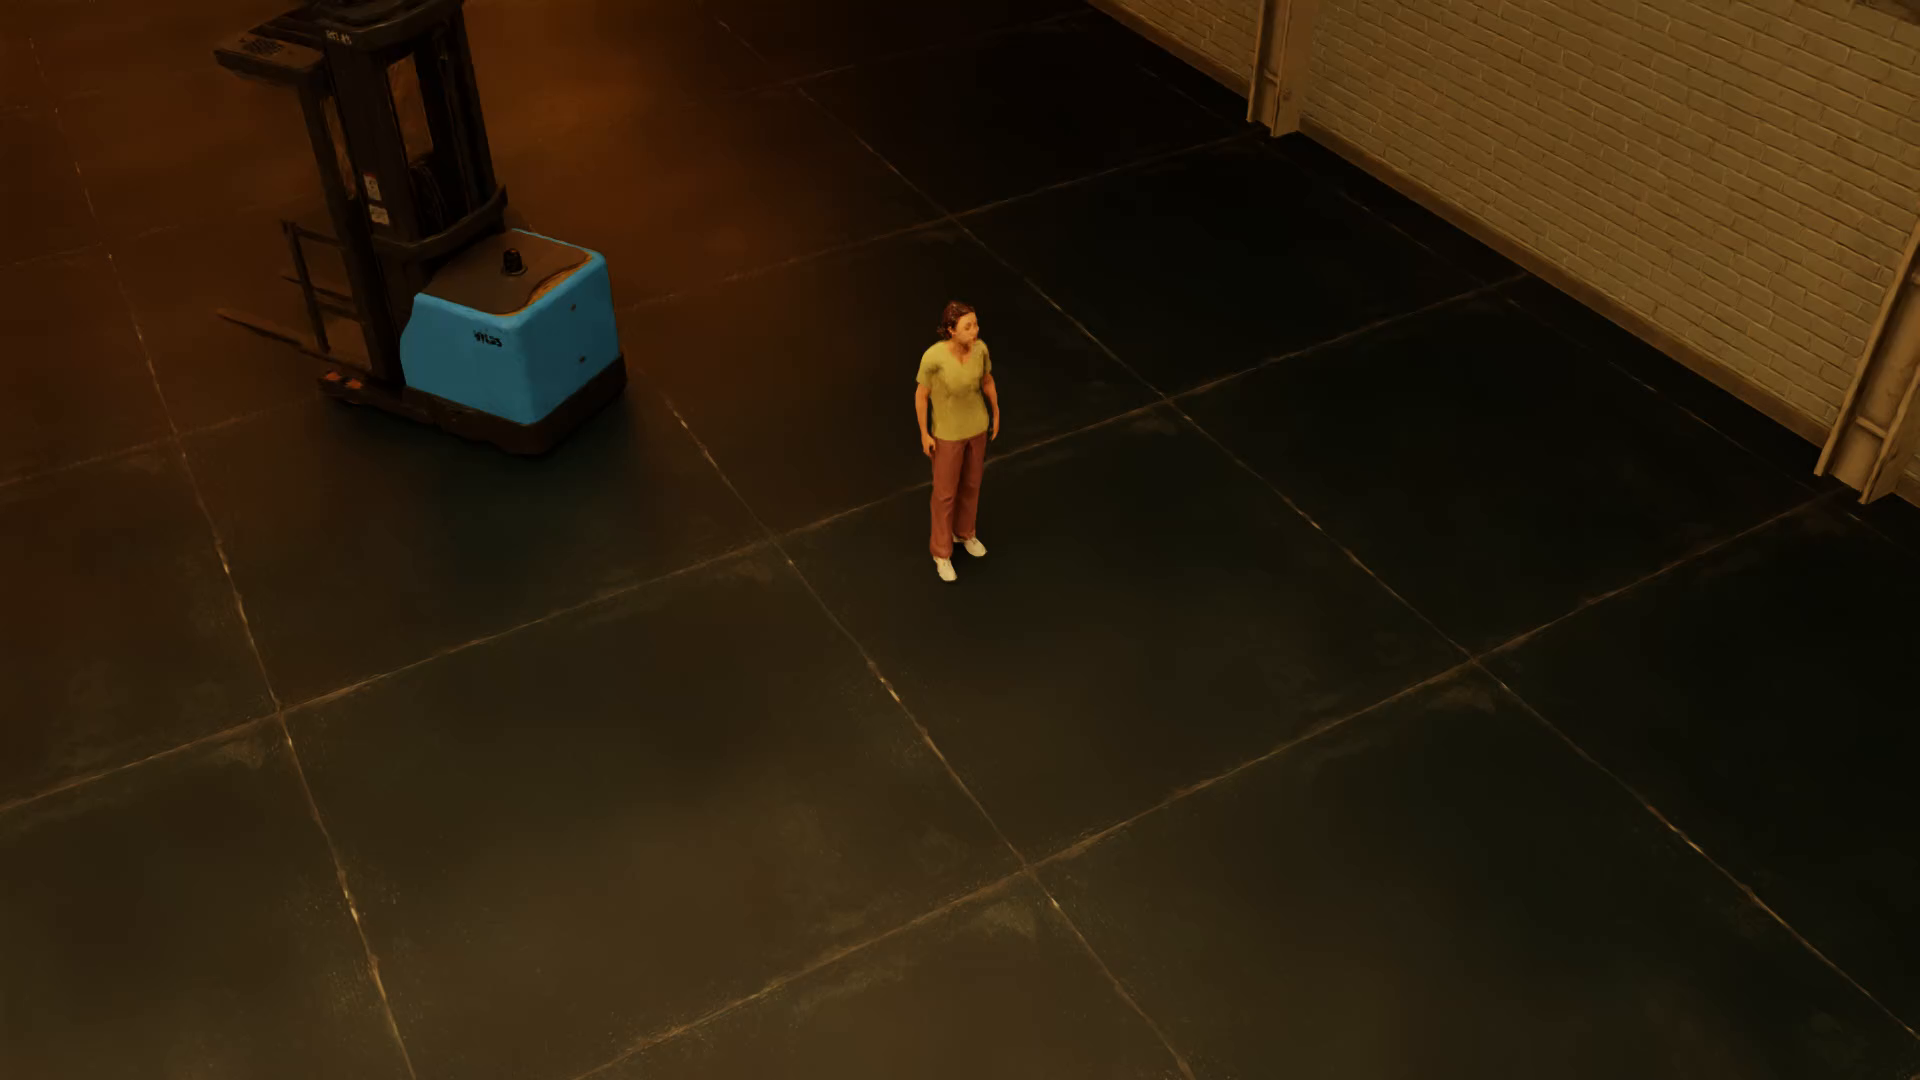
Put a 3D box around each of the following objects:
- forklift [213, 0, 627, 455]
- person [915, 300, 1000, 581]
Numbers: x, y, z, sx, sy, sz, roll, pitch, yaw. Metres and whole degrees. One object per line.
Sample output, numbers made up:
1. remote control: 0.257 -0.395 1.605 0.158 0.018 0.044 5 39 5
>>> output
1. forklift: -3.860 -2.346 10.865 3.031 2.935 1.130 18 43 21
2. person: 0.028 -0.606 9.739 0.554 1.674 0.548 -20 44 -23
